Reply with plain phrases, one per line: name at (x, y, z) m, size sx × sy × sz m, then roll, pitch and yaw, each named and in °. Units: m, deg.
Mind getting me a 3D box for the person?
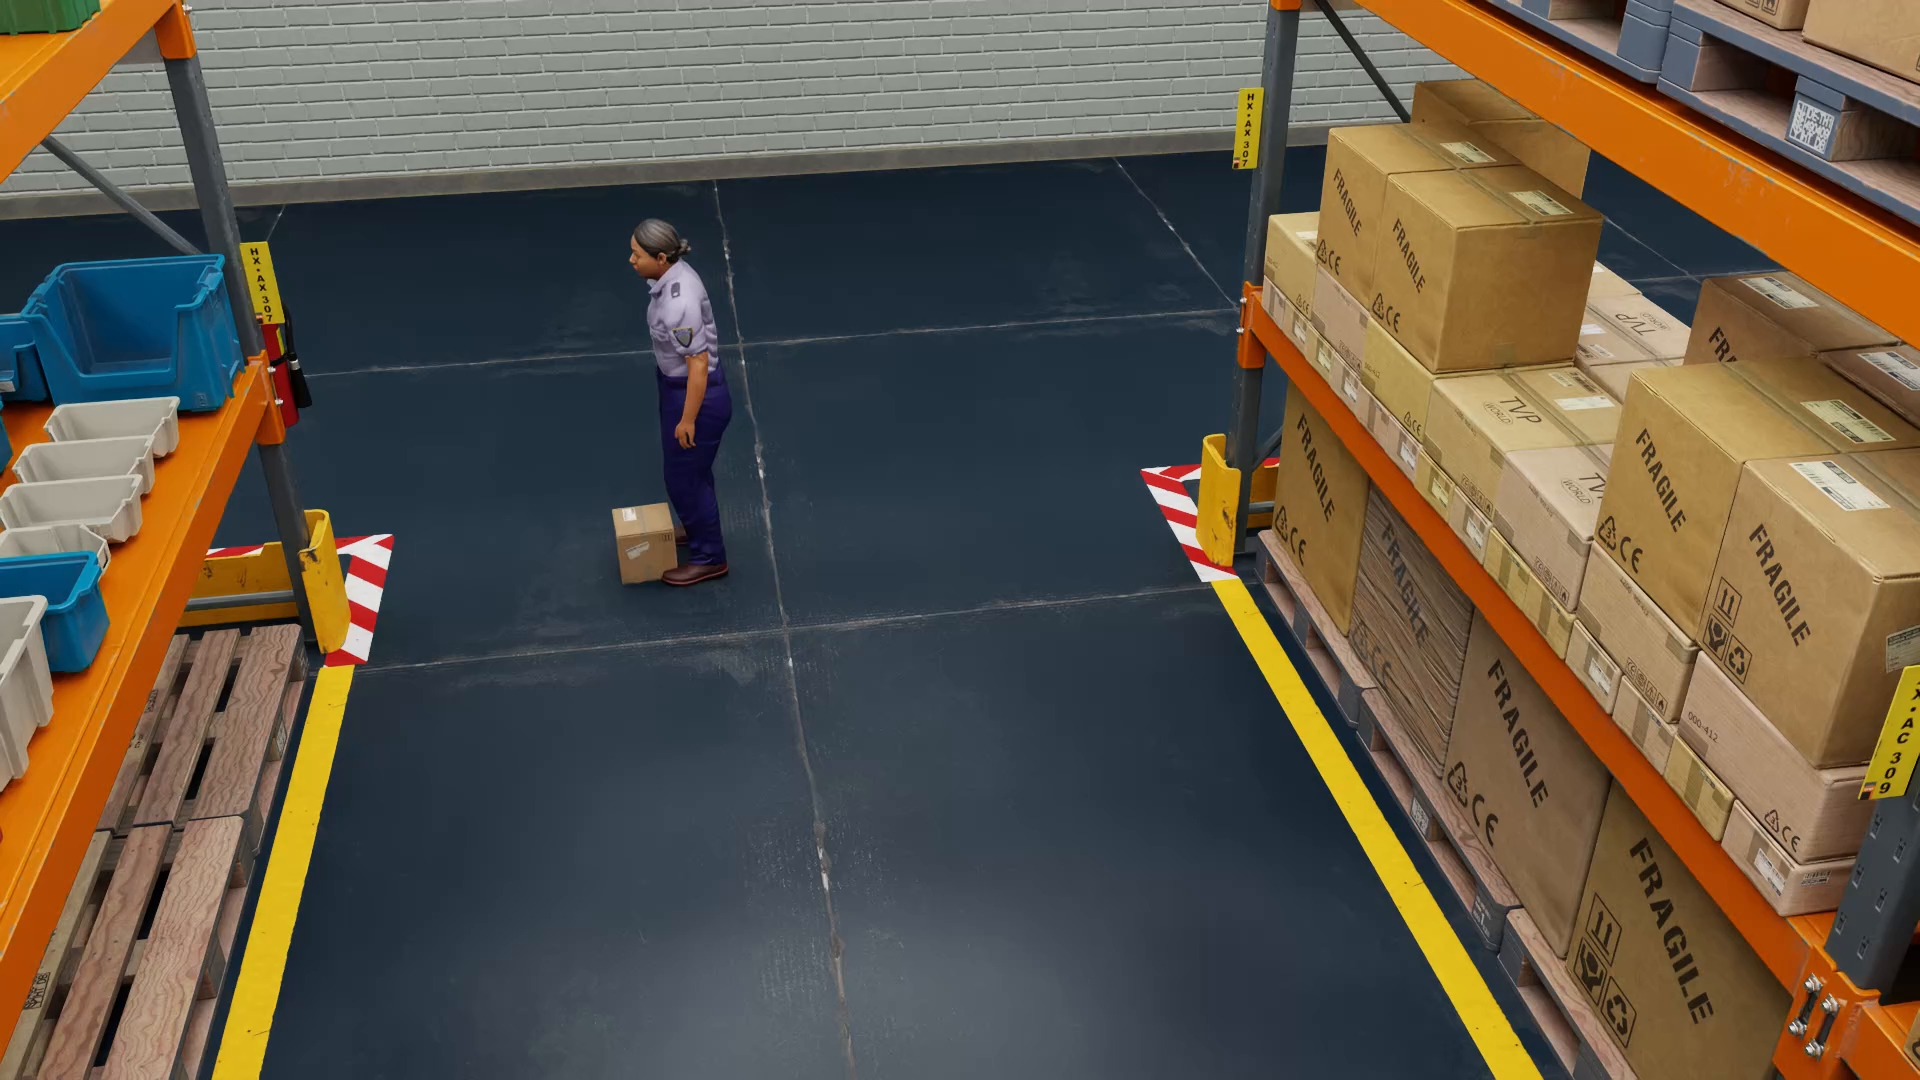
person at (-1.182, -0.611, 7.162) m, size 0.375 × 1.651 × 0.560 m, roll -7°, pitch 32°, yaw -12°
